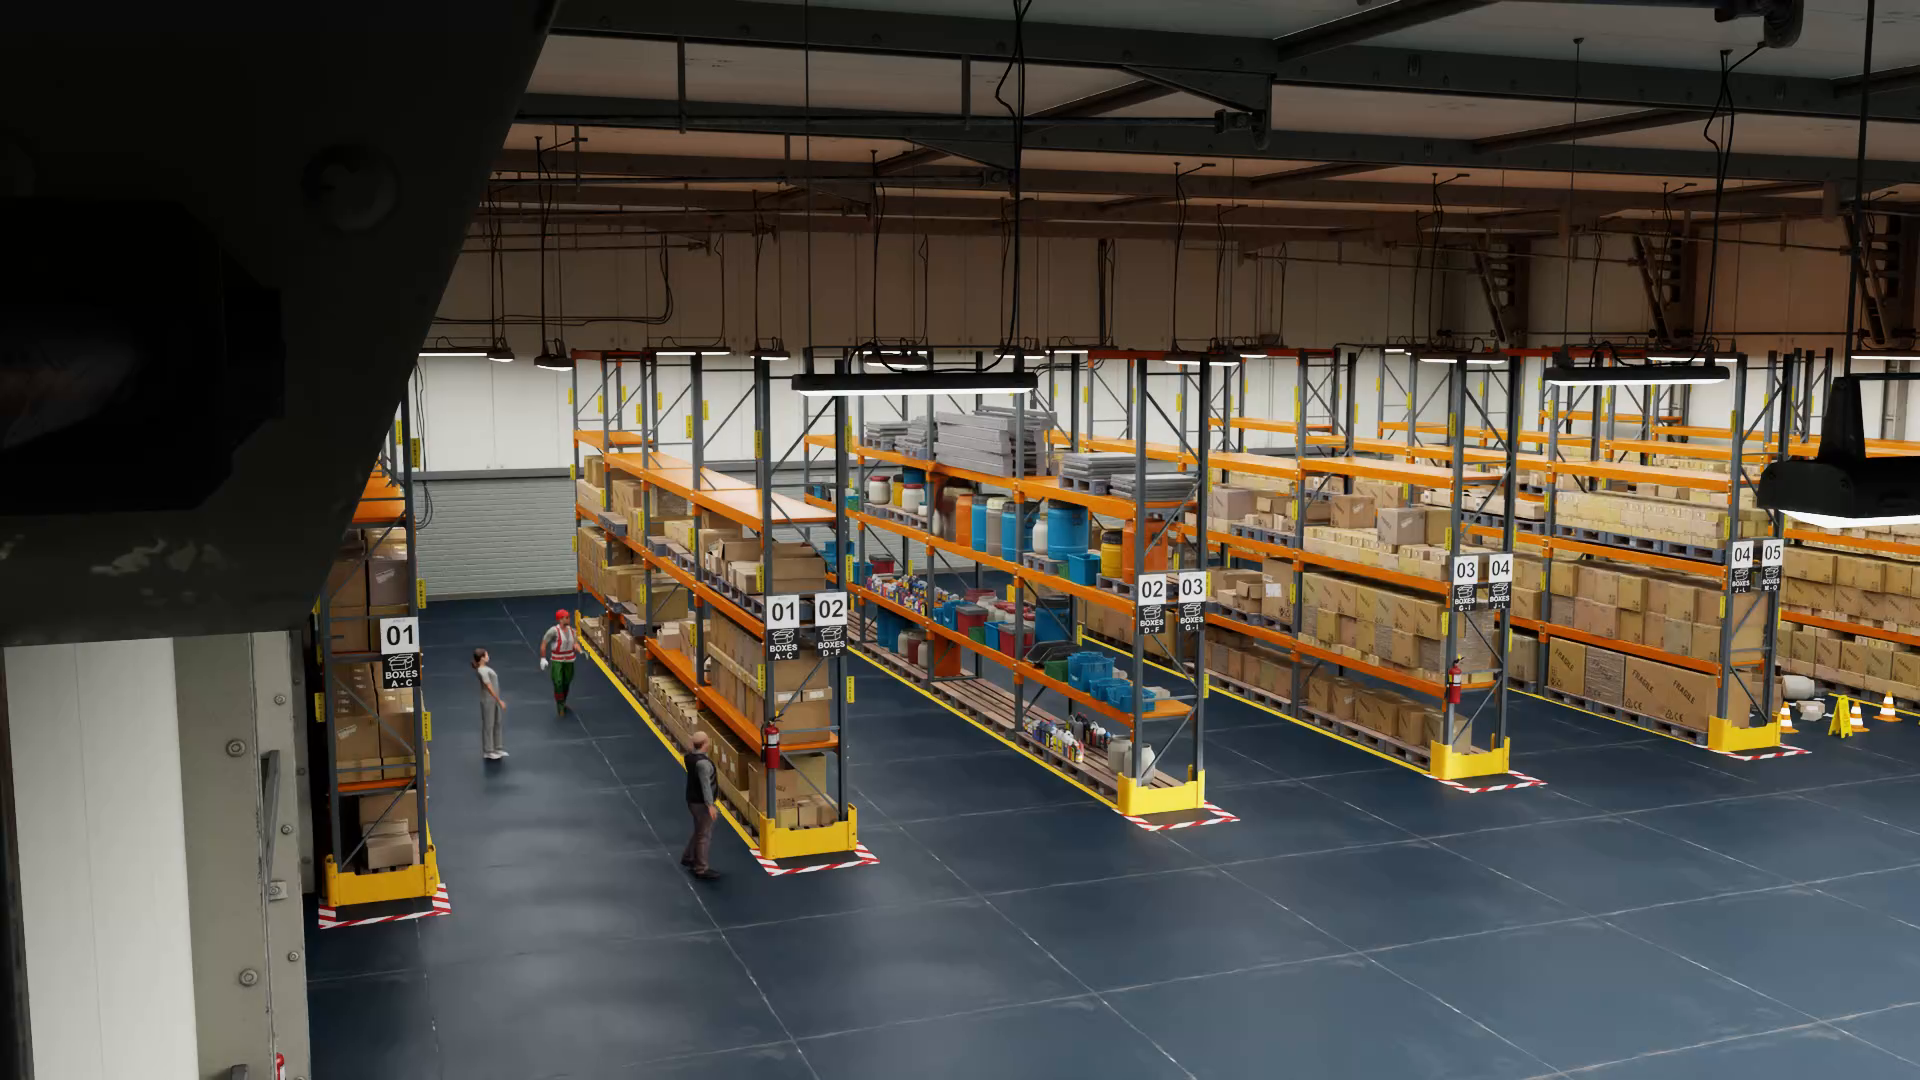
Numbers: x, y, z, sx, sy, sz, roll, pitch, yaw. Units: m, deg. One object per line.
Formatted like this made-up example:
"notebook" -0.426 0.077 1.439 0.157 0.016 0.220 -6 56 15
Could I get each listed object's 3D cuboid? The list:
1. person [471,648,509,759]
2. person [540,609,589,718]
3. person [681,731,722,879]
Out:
"person" -6.983 2.438 24.839 0.548 1.699 0.531 1 7 6
"person" -6.616 2.052 27.778 0.775 1.813 0.877 -3 8 -20
"person" -3.026 3.085 19.404 0.428 1.746 0.600 -2 7 -18
